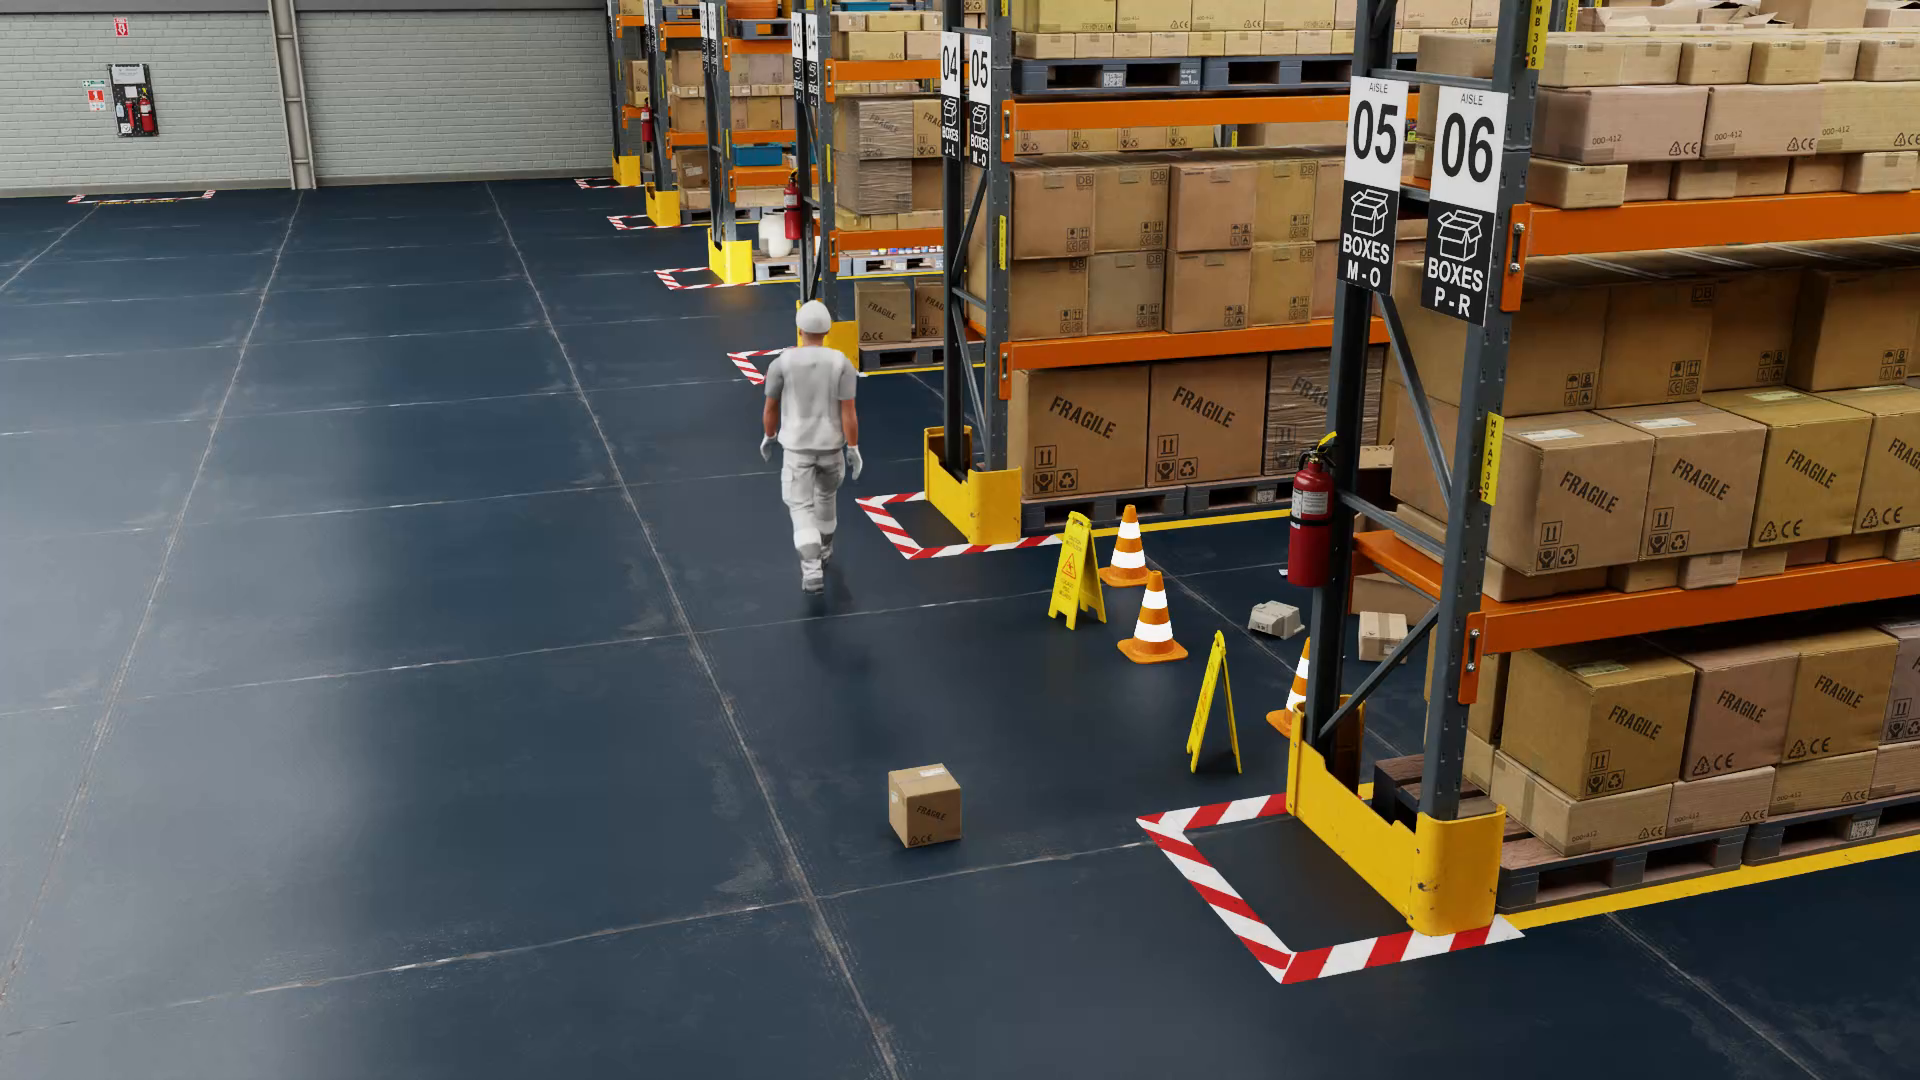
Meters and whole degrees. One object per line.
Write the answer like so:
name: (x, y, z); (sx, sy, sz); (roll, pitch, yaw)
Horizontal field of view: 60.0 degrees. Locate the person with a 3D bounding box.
person: (-0.894, -0.575, 9.954); (0.580, 1.749, 1.026); (-4, 19, -10)
